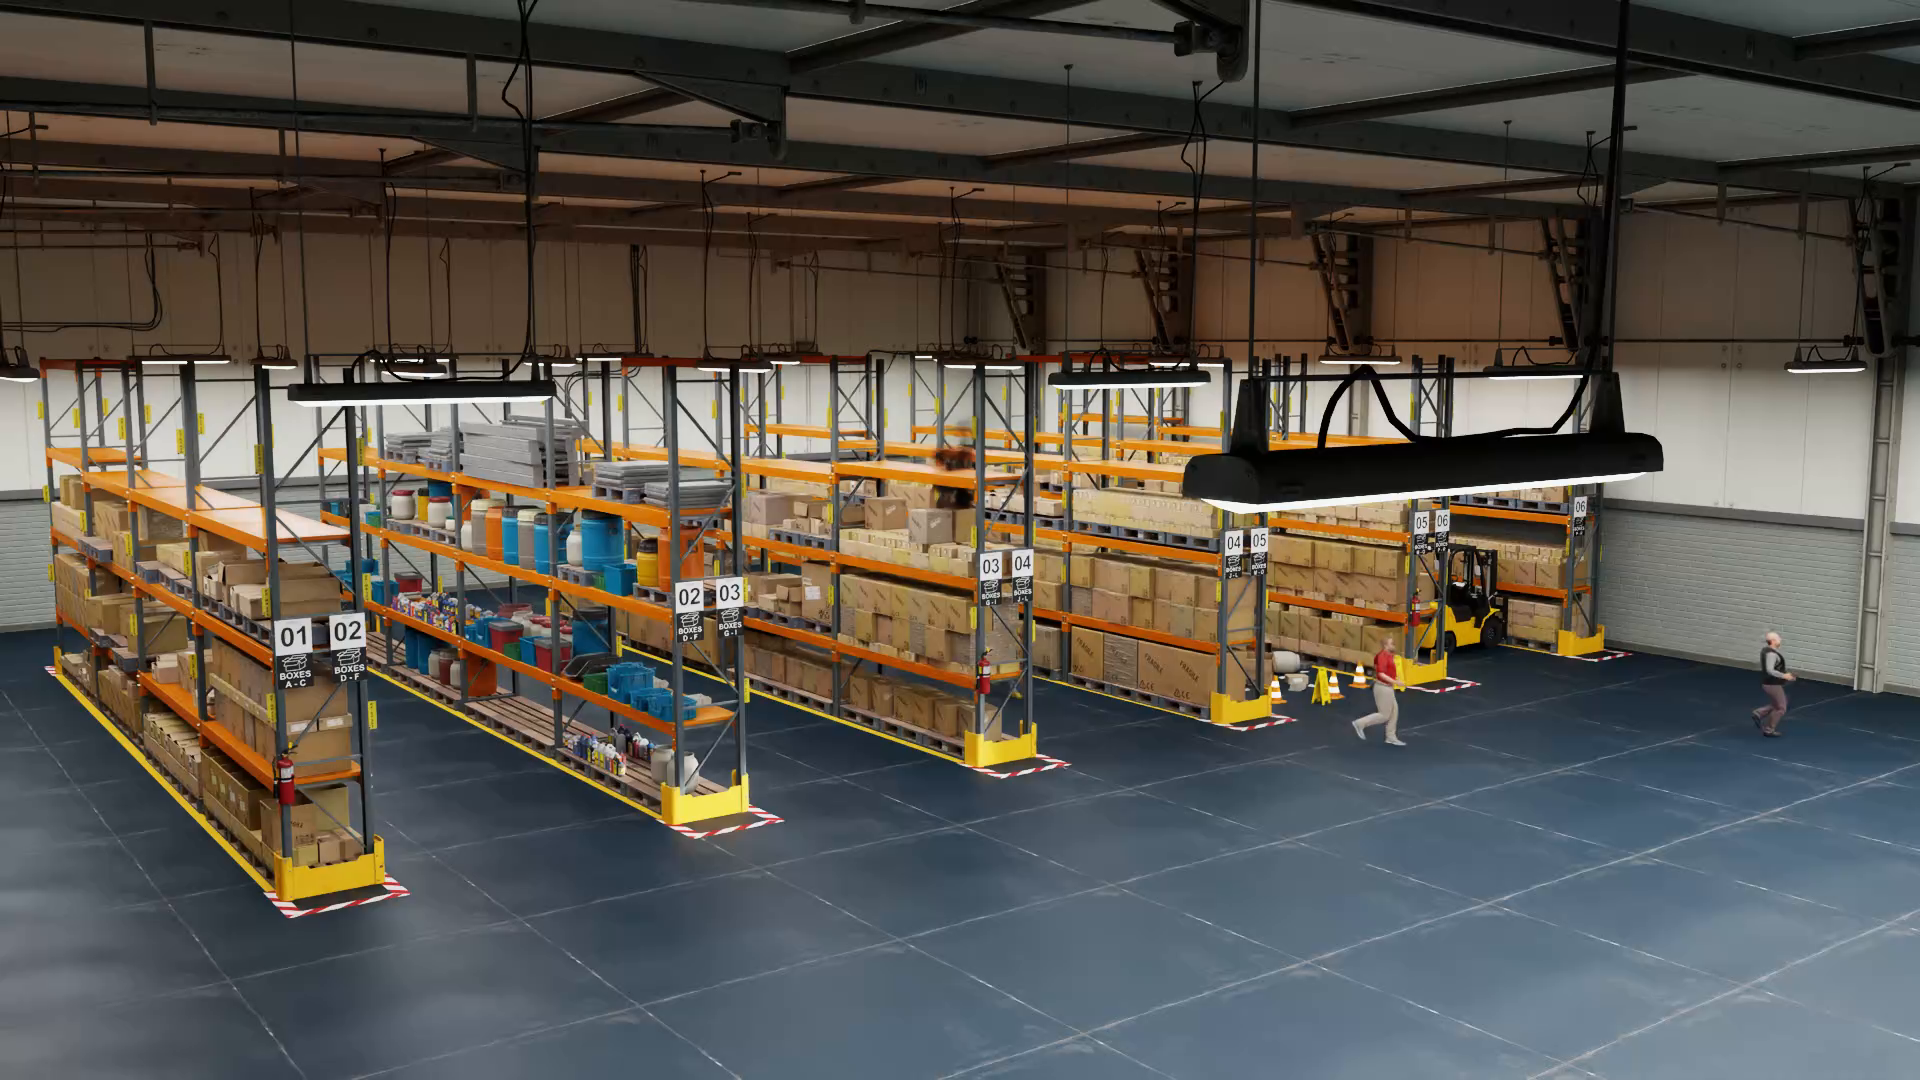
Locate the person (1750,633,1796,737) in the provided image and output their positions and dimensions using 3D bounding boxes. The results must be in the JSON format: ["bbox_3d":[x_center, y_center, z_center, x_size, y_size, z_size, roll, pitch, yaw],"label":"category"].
[{"bbox_3d":[13.014,2.310,26.611,0.604,1.673,0.656,3,7,21],"label":"person"}]

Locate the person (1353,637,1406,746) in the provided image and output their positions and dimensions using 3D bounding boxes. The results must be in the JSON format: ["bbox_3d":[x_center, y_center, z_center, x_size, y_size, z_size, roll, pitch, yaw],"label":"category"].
[{"bbox_3d":[6.610,2.374,26.088,0.813,1.726,0.670,2,7,13],"label":"person"}]

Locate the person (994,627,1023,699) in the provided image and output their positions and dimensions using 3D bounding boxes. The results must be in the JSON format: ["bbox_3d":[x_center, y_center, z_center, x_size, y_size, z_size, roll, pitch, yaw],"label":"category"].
[{"bbox_3d":[0.820,1.918,29.650,0.881,1.762,0.700,6,9,42],"label":"person"}]
